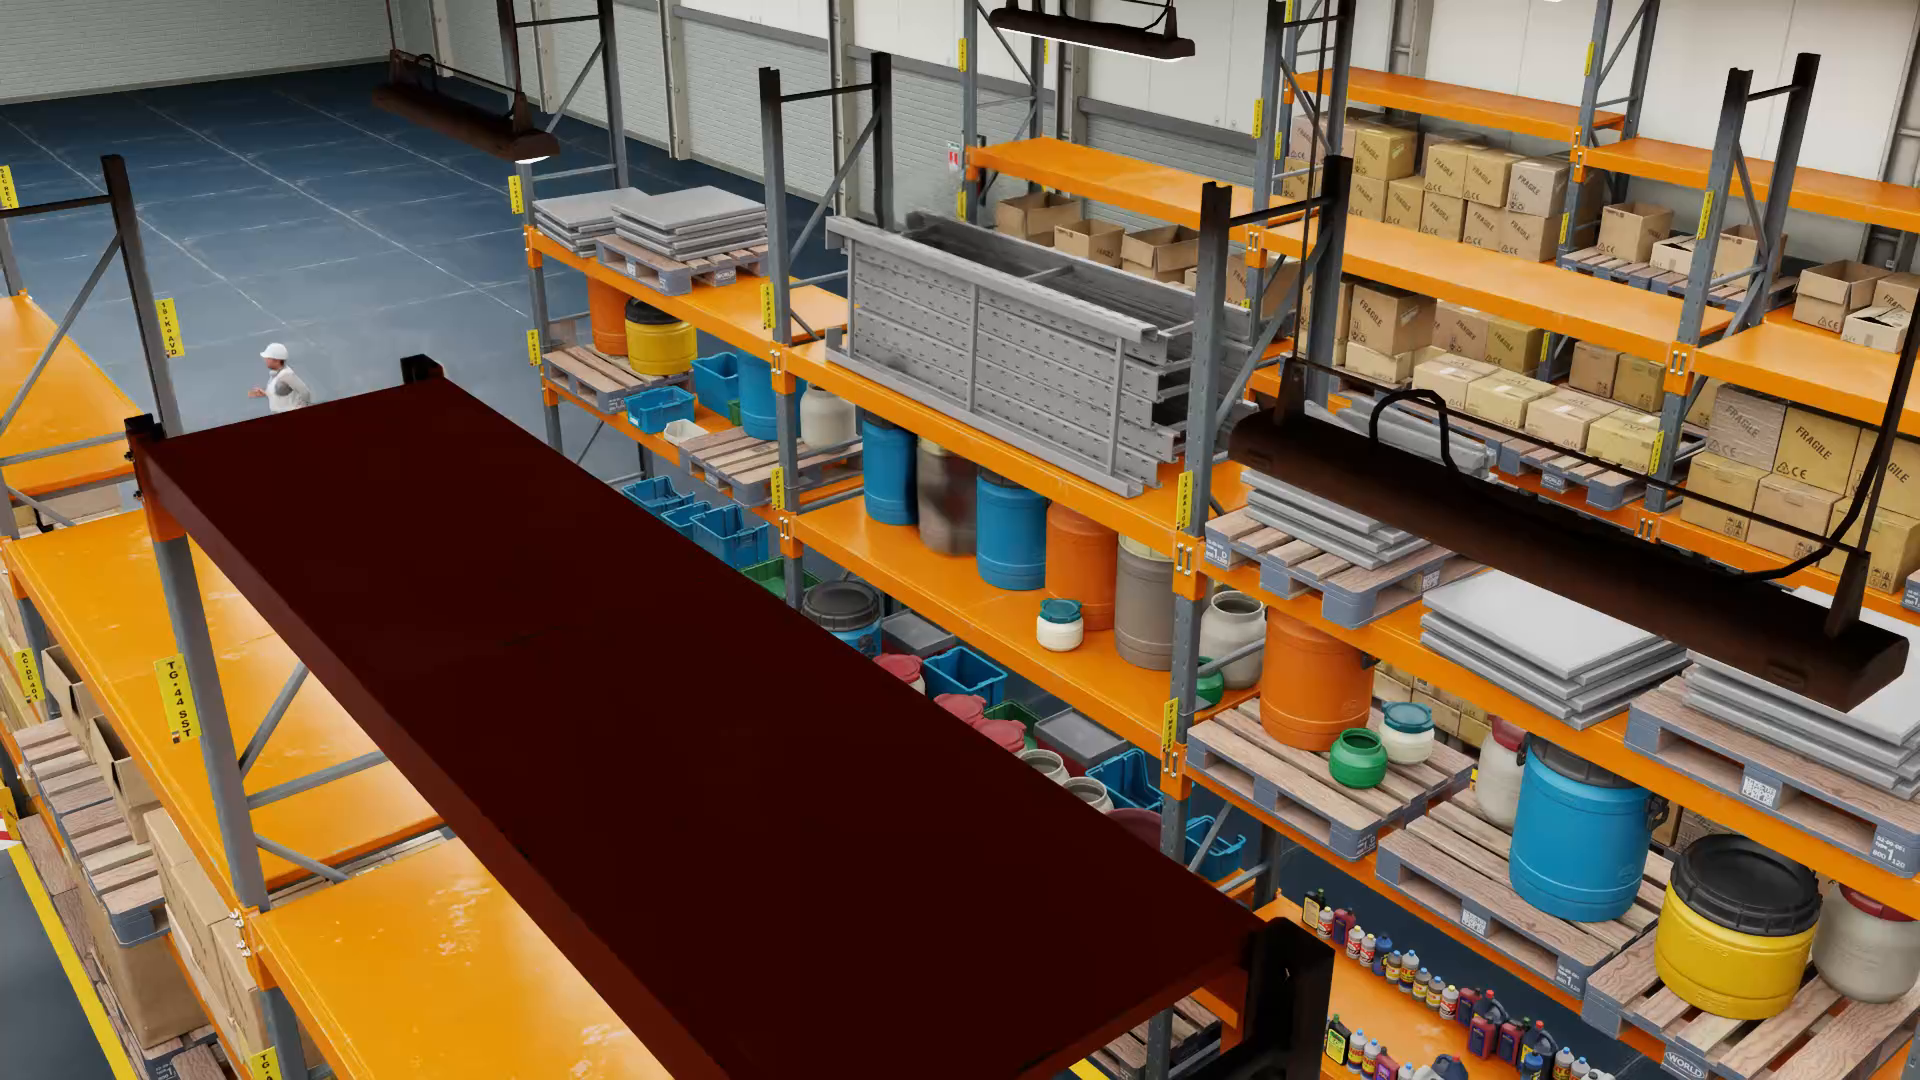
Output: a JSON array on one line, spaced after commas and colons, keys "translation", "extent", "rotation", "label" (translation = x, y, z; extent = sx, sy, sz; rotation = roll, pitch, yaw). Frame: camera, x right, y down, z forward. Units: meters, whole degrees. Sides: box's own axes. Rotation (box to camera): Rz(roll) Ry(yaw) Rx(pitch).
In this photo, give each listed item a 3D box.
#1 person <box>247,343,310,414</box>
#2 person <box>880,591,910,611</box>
[{"translation": [-7.677, -1.392, 19.094], "extent": [0.845, 1.811, 0.605], "rotation": [-8, 27, -16], "label": "person"}, {"translation": [-0.443, 0.317, 14.974], "extent": [0.704, 1.737, 0.656], "rotation": [23, 34, 39], "label": "person"}]
